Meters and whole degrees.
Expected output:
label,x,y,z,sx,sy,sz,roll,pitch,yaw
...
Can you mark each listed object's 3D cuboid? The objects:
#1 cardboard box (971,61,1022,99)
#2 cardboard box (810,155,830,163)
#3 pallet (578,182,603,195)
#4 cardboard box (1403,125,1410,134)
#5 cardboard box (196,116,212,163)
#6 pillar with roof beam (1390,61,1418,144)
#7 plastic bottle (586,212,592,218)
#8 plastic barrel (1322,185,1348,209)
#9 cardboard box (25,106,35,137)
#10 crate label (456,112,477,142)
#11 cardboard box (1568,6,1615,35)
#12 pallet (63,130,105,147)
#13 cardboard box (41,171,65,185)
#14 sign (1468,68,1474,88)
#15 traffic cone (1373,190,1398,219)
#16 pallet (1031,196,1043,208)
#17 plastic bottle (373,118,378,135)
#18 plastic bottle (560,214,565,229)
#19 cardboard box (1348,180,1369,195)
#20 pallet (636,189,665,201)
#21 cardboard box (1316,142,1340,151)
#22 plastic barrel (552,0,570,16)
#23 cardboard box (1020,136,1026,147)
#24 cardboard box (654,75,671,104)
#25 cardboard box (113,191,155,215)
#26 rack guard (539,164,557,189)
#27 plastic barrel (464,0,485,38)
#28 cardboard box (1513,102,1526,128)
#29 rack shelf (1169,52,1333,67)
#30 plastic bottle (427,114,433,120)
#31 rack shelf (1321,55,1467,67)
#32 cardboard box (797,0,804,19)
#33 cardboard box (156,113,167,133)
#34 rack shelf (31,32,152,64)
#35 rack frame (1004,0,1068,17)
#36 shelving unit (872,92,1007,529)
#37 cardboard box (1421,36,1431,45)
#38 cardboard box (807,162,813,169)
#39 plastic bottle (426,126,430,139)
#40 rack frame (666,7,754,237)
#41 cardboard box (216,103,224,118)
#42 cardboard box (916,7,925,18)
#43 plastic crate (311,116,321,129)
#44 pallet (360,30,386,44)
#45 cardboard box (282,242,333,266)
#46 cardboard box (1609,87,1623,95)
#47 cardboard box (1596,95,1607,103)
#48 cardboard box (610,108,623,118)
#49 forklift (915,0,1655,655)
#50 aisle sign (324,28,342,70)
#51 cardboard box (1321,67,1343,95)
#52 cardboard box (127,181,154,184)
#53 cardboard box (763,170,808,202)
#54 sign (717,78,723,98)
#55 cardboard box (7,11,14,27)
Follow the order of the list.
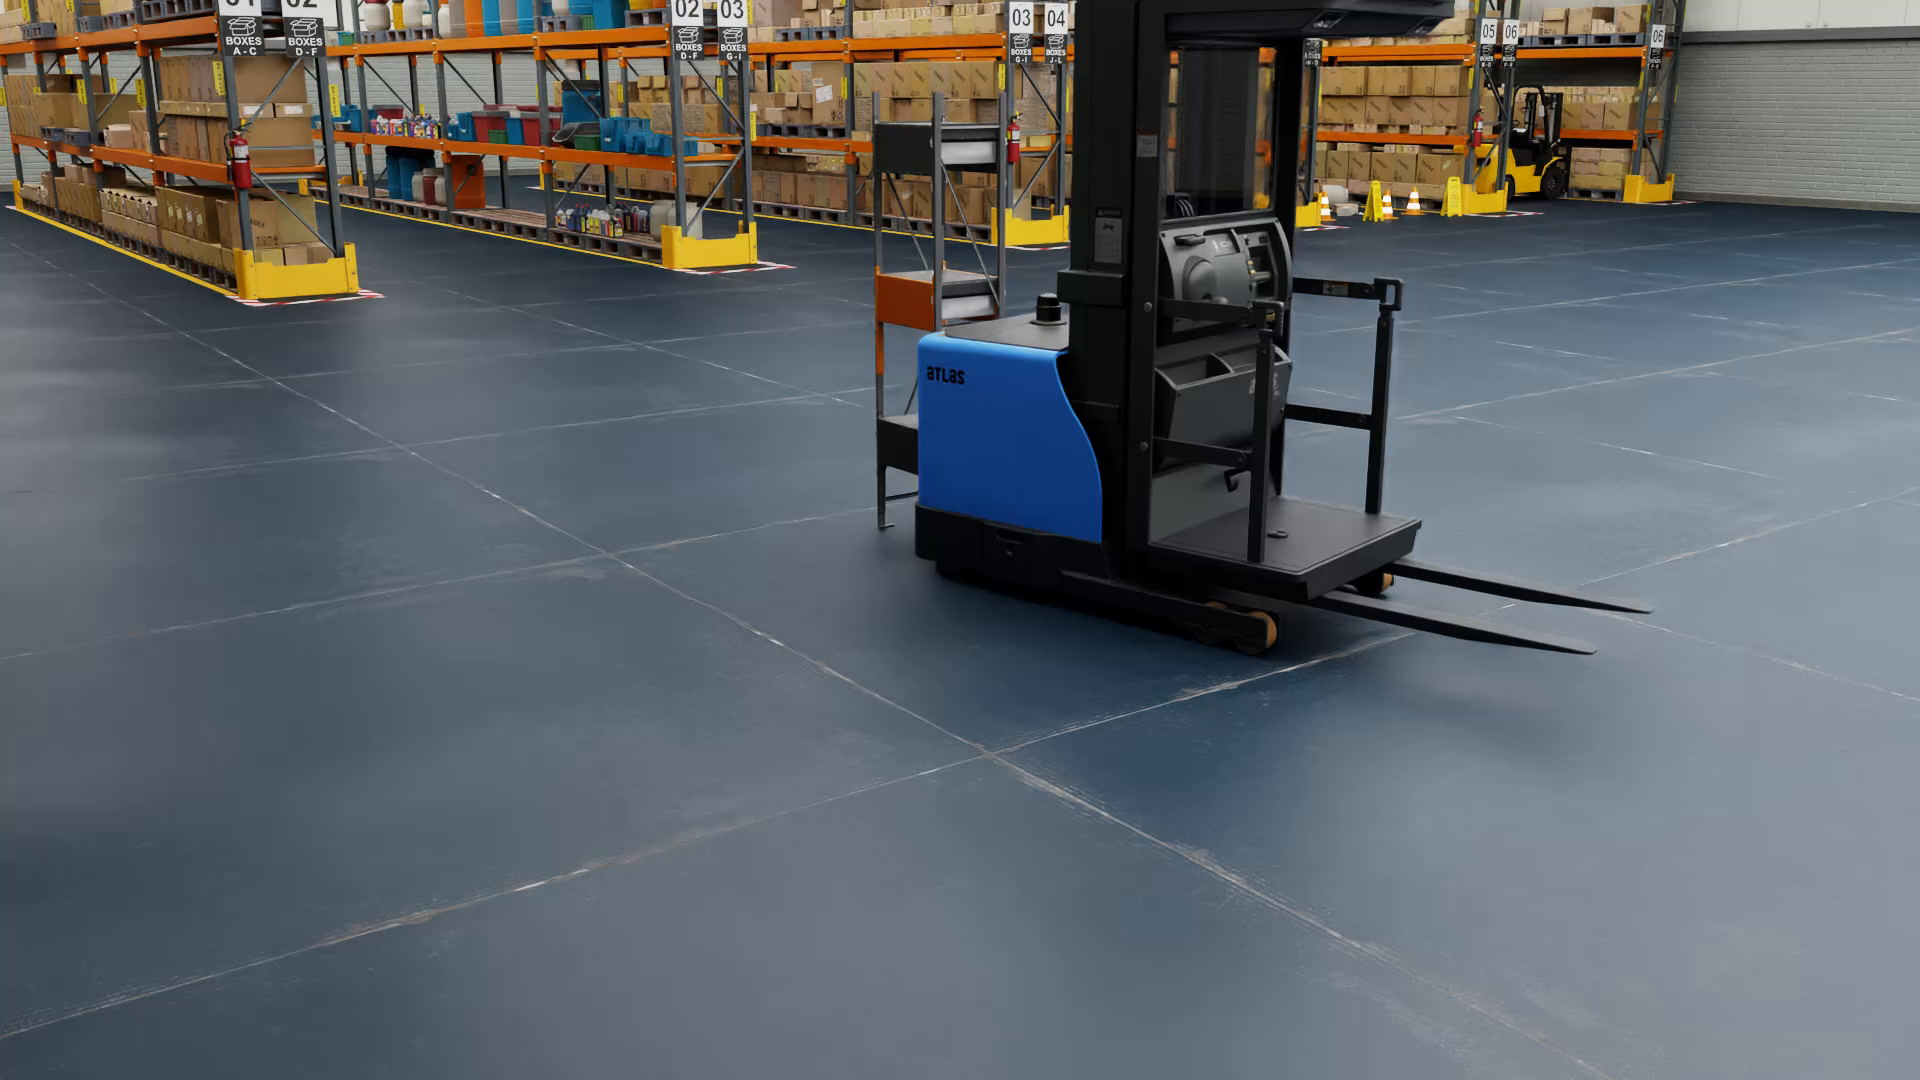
label,x,y,z,sx,sy,sz,roll,pitch,yaw
cardboard box,0.503,-6.338,22.903,0.500,0.500,0.500,-11,19,-35
cardboard box,-3.035,-8.257,36.040,0.380,0.149,0.250,-12,19,-37
pallet,-7.134,-7.237,34.119,1.003,0.211,1.213,-11,19,-35
cardboard box,8.065,-7.270,29.432,0.380,0.149,0.250,-11,19,-34
cardboard box,-8.165,-4.528,18.748,0.700,0.500,0.500,-10,18,-33
pillar with roof beam,6.365,-11.689,33.739,9.100,9.000,0.400,-11,19,-35
plastic bottle,-4.965,-4.264,22.306,0.097,0.271,0.097,0,15,0
plastic barrel,6.603,-6.086,29.512,0.512,0.421,0.421,1,15,4
cardboard box,-15.154,-6.945,27.578,0.500,0.500,0.500,-10,18,-33
crate label,-7.318,-6.287,25.298,0.502,0.435,0.616,-11,19,-35
cardboard box,12.077,-9.931,31.822,0.700,0.500,0.500,-11,19,-34
pallet,-12.148,-5.797,23.939,1.213,0.211,1.003,-11,19,-35
cardboard box,-15.153,-6.019,28.280,0.797,0.503,0.637,-11,19,-35
sign,8.582,-7.752,27.925,0.100,0.325,0.005,-11,19,-35
traffic cone,7.048,-5.546,27.463,0.336,0.463,0.334,-11,19,-35
pallet,1.510,-6.256,30.533,1.003,0.211,1.213,-11,19,-35
plastic bottle,-10.087,-7.149,28.735,0.061,0.283,0.133,-11,19,-35
plastic bottle,-5.439,-4.375,22.845,0.097,0.201,0.097,0,15,0
cardboard box,7.456,-6.460,30.411,0.500,0.250,0.500,-11,19,-35
pallet,-5.515,-6.649,31.970,1.003,0.211,1.213,-11,19,-35
cardboard box,6.844,-7.324,30.917,0.380,0.149,0.250,-11,19,-34
plastic barrel,-5.237,-7.251,22.197,0.421,0.512,0.421,0,15,0
cardboard box,0.692,-5.492,22.937,0.380,0.149,0.250,-11,19,-35
cardboard box,-5.253,-8.396,30.979,0.797,0.503,0.637,-11,19,-34
cardboard box,-11.008,-4.525,22.279,0.500,0.311,0.500,-11,19,-36
rack guard,-8.395,-7.801,35.630,1.175,0.500,0.348,-11,19,-35
plastic barrel,-6.992,-7.829,24.504,0.600,0.830,0.708,-11,19,-35
cardboard box,11.371,-8.445,33.058,0.500,0.500,0.500,-11,19,-35
rack shelf,5.515,-9.504,32.799,1.077,0.370,4.000,-11,19,-35
plastic bottle,-9.122,-7.170,28.683,0.144,0.351,0.185,-11,19,-35
rack shelf,9.528,-10.275,35.617,1.077,0.370,4.000,-11,19,-35
cardboard box,-2.605,-8.750,27.546,0.500,0.500,0.500,-10,18,-34
cardboard box,-10.089,-5.229,21.310,0.500,0.500,0.500,-9,18,-31
rack shelf,-12.868,-7.283,24.684,1.077,0.370,4.000,-11,19,-35
rack frame,1.026,-8.478,22.006,1.000,3.000,0.127,-11,19,-35
shelving unit,-0.099,-1.048,7.929,0.431,2.100,0.503,-11,19,-35
cardboard box,8.210,-8.656,28.813,0.380,0.149,0.250,-11,19,-34
cardboard box,-3.116,-8.175,36.304,0.380,0.149,0.250,-12,19,-37
plastic bottle,-8.513,-6.546,26.687,0.097,0.201,0.097,0,15,0
rack frame,-2.980,-4.816,19.990,1.000,3.000,0.127,-11,19,-35
cardboard box,-7.673,-4.571,17.677,0.380,0.149,0.250,-11,19,-35
cardboard box,-0.407,-7.566,23.884,0.380,0.149,0.250,-10,18,-33
plastic crate,-12.121,-7.936,31.594,0.416,0.233,0.300,-11,19,-35
pallet,-9.496,-8.582,28.425,1.213,0.211,1.003,-11,19,-35
cardboard box,-7.124,-3.073,18.035,0.500,0.250,0.500,-11,19,-35
cardboard box,12.504,-8.490,31.433,0.380,0.149,0.250,-11,19,-34
cardboard box,12.348,-8.401,31.669,0.380,0.149,0.250,-10,18,-34
cardboard box,-6.501,-8.272,32.337,0.500,0.250,0.500,-11,19,-36
forklift,1.251,-1.128,6.644,3.031,2.935,1.130,12,20,38
aisle sign,-12.193,-9.547,32.352,0.394,0.787,0.004,-11,19,-35
cardboard box,7.057,-8.411,30.478,0.700,0.500,0.500,-11,19,-34
cardboard box,-12.332,-5.123,25.013,0.500,0.500,0.500,-11,19,-35
cardboard box,-2.931,-6.043,28.375,0.700,0.500,0.500,-13,20,-39
sign,-4.124,-7.765,28.570,0.100,0.325,0.005,-11,19,-35
cardboard box,-15.427,-8.609,27.503,0.500,0.250,0.500,-11,19,-35
